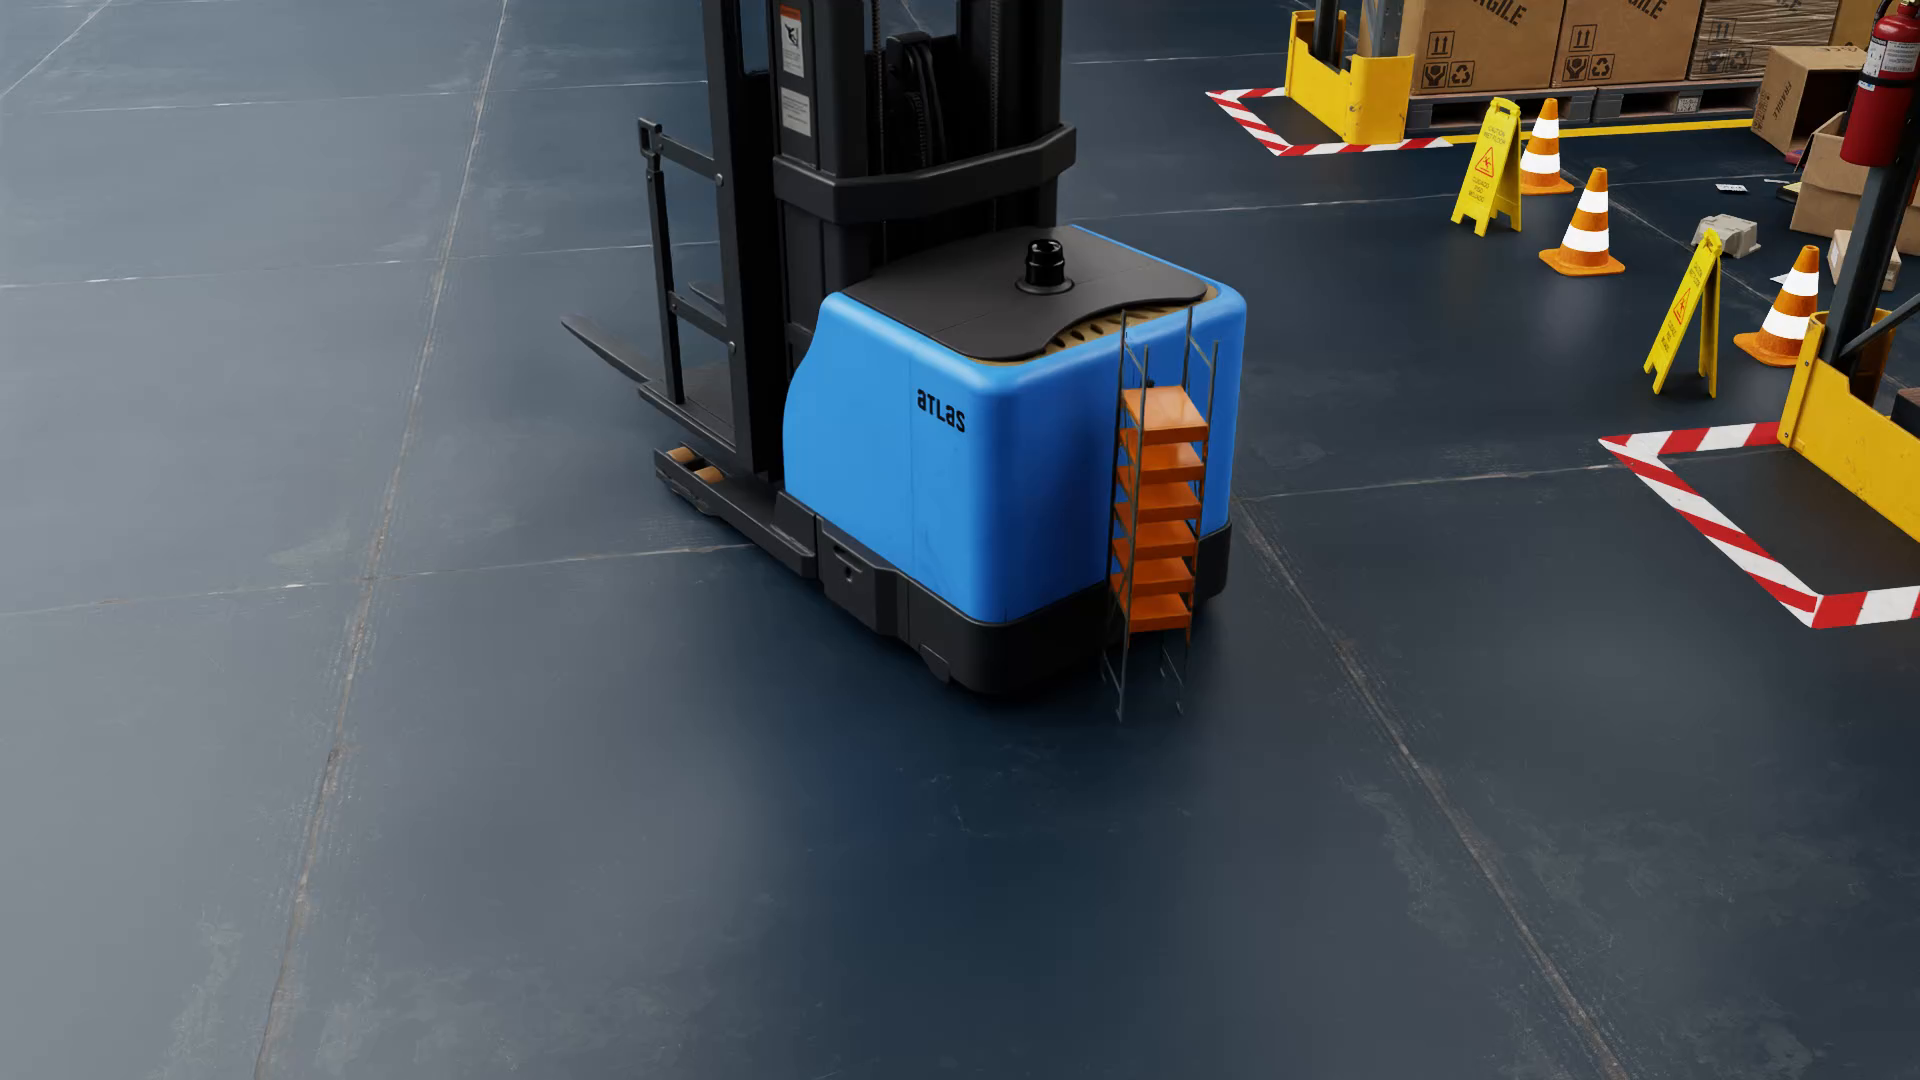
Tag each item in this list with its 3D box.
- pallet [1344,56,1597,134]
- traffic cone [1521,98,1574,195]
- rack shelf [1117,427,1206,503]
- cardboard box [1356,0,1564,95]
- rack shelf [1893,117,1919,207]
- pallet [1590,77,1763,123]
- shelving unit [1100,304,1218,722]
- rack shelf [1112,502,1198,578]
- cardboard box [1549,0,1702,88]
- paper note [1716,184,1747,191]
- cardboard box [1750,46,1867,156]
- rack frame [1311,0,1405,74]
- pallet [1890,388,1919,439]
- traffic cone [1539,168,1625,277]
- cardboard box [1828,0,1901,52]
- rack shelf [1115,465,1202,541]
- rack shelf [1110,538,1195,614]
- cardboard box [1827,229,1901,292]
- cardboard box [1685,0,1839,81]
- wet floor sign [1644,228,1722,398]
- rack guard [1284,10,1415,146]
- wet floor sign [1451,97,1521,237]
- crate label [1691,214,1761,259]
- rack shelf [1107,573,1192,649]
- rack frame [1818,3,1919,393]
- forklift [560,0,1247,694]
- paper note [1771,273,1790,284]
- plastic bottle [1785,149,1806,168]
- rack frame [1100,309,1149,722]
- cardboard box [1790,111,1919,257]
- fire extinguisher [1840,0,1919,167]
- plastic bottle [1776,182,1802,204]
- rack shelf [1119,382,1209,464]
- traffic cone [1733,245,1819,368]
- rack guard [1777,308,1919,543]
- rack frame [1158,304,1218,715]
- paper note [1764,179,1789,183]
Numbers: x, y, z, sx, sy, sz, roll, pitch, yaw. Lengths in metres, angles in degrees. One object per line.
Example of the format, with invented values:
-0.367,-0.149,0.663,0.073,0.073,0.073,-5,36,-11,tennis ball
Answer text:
3.123,-2.793,10.292,1.213,0.211,1.003,-5,31,-9,pallet
3.128,-2.130,8.916,0.334,0.463,0.336,-5,31,-9,traffic cone
0.543,-0.215,4.539,0.180,0.103,0.258,-5,32,-9,rack shelf
3.005,-3.243,9.988,0.875,0.875,0.875,-5,31,-9,cardboard box
5.309,-1.297,5.706,4.000,0.370,1.077,-5,31,-9,rack shelf
4.320,-2.903,10.479,1.213,0.211,1.003,-5,31,-9,pallet
0.542,-0.050,4.643,0.189,1.200,0.258,-5,32,-9,shelving unit
0.542,-0.012,4.667,0.180,0.103,0.258,-5,32,-9,rack shelf
3.871,-3.325,10.127,0.875,0.875,0.875,-6,31,-10,cardboard box
4.158,-1.896,8.945,0.142,0.017,0.144,5,31,8,paper note
4.943,-2.519,9.538,0.500,0.500,0.500,0,30,0,cardboard box
2.350,-3.883,9.395,0.127,3.000,1.000,-5,31,-9,rack frame
4.222,-0.286,6.028,1.213,0.211,1.003,-5,31,-9,pallet
2.998,-1.536,7.905,0.334,0.463,0.336,-5,31,-9,traffic cone
5.654,-3.491,10.410,0.875,0.875,0.875,-5,31,-8,cardboard box
0.542,-0.114,4.603,0.180,0.103,0.258,-5,32,-9,rack shelf
0.541,0.090,4.730,0.180,0.103,0.258,-5,32,-9,rack shelf
4.266,-1.322,7.852,0.250,0.149,0.380,10,32,17,cardboard box
4.768,-3.407,10.266,0.875,0.875,0.875,-5,31,-9,cardboard box
2.962,-0.926,6.688,0.232,0.644,0.267,5,31,8,wet floor sign
2.327,-2.804,10.025,0.348,0.500,1.175,-5,31,-9,rack guard
2.678,-1.879,8.308,0.232,0.644,0.267,-11,32,-17,wet floor sign
3.760,-1.498,8.162,0.298,0.136,0.250,-23,38,-34,crate label
0.541,0.192,4.794,0.180,0.103,0.258,-5,32,-9,rack shelf
3.341,-1.424,5.213,0.127,3.000,1.000,-5,31,-9,rack frame
-0.450,-1.495,5.401,1.130,2.935,3.031,-22,37,-32,forklift
3.913,-1.223,7.800,0.142,0.019,0.148,-17,34,-26,paper note
4.770,-2.108,9.274,0.133,0.061,0.283,-17,34,-26,plastic bottle
0.452,-0.041,4.629,0.006,1.200,0.240,-5,32,-9,rack frame
4.613,-1.771,8.265,0.797,0.503,0.637,23,37,33,cardboard box
3.146,-1.610,5.606,0.183,0.674,0.296,-5,31,-9,fire extinguisher
4.490,-1.856,8.846,0.283,0.061,0.133,-17,34,-26,plastic bottle
0.544,-0.317,4.476,0.180,0.103,0.258,-5,32,-9,rack shelf
3.532,-1.013,7.017,0.334,0.463,0.336,-5,31,-9,traffic cone
3.416,-0.354,5.859,0.348,0.500,1.175,-5,31,-9,rack guard
0.632,-0.058,4.657,0.006,1.200,0.240,-5,32,-9,rack frame
4.453,-1.955,9.065,0.123,0.001,0.032,10,32,17,paper note
